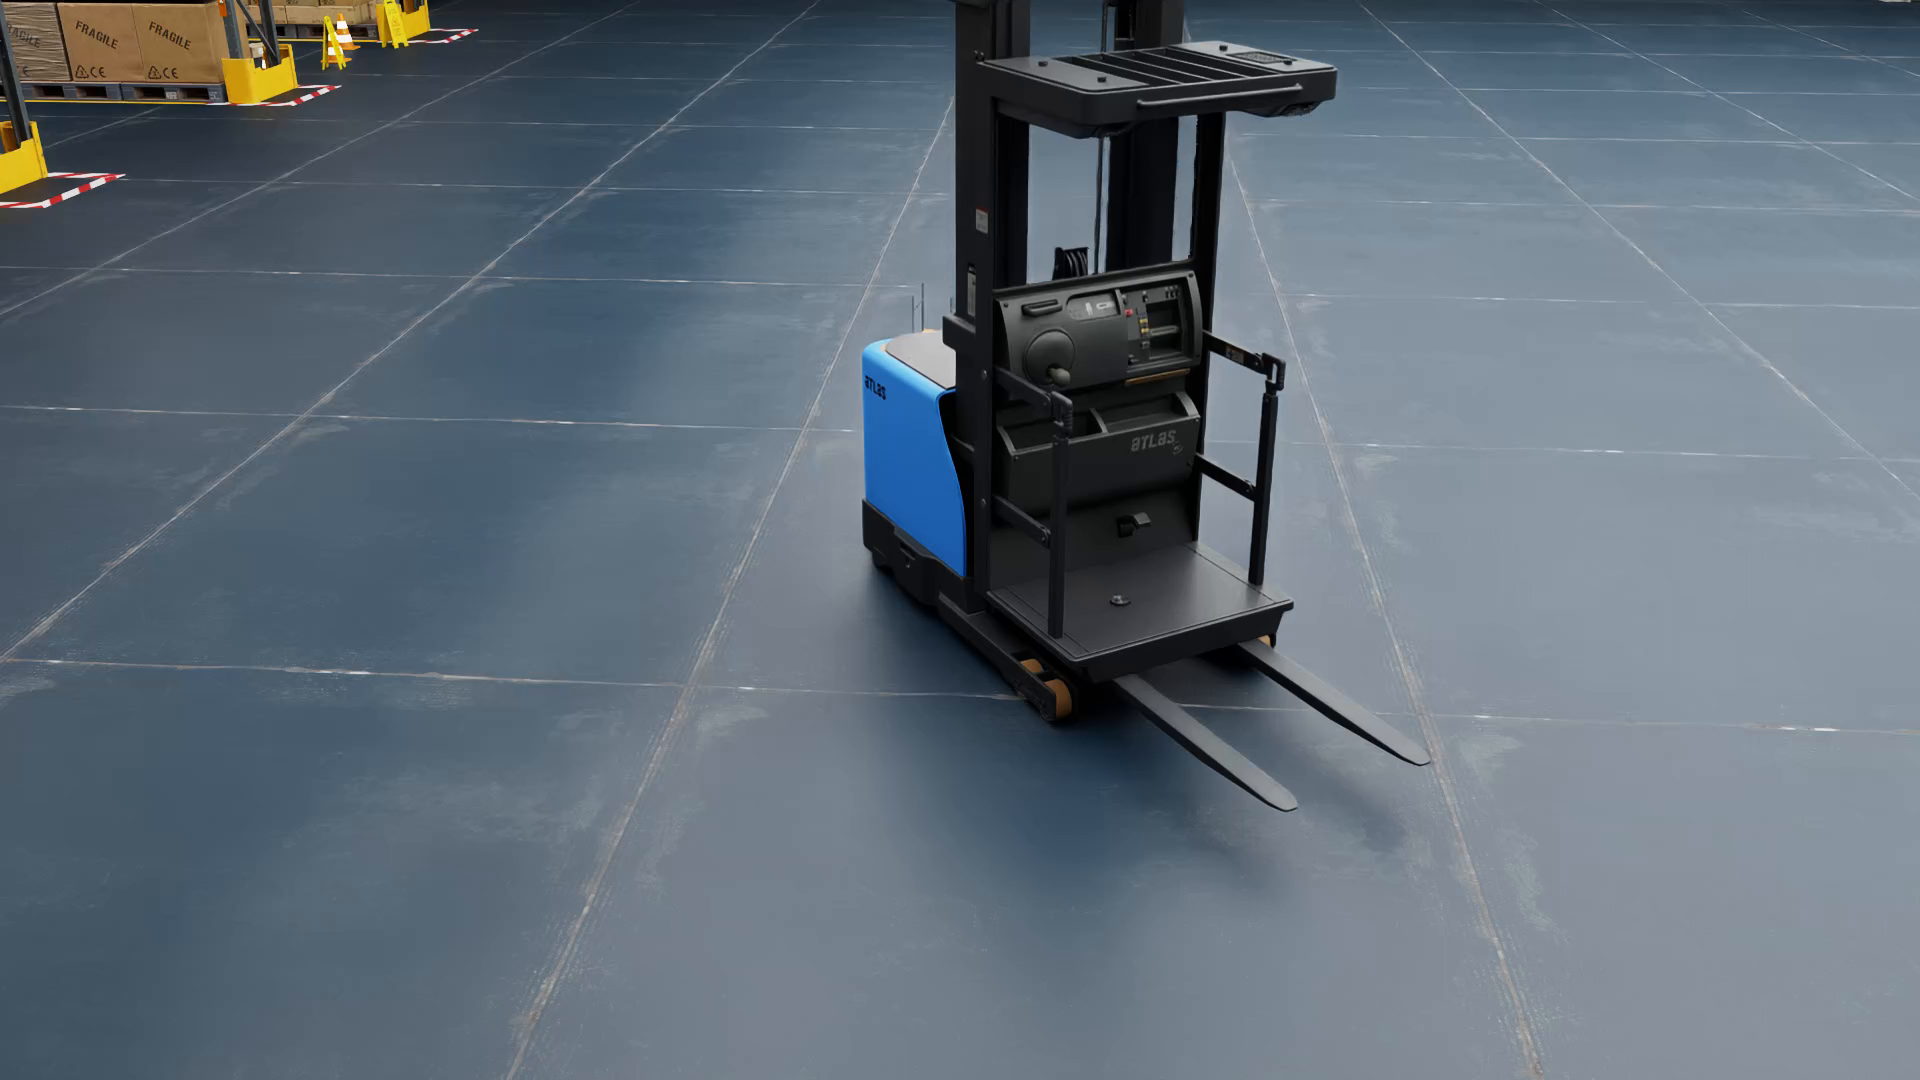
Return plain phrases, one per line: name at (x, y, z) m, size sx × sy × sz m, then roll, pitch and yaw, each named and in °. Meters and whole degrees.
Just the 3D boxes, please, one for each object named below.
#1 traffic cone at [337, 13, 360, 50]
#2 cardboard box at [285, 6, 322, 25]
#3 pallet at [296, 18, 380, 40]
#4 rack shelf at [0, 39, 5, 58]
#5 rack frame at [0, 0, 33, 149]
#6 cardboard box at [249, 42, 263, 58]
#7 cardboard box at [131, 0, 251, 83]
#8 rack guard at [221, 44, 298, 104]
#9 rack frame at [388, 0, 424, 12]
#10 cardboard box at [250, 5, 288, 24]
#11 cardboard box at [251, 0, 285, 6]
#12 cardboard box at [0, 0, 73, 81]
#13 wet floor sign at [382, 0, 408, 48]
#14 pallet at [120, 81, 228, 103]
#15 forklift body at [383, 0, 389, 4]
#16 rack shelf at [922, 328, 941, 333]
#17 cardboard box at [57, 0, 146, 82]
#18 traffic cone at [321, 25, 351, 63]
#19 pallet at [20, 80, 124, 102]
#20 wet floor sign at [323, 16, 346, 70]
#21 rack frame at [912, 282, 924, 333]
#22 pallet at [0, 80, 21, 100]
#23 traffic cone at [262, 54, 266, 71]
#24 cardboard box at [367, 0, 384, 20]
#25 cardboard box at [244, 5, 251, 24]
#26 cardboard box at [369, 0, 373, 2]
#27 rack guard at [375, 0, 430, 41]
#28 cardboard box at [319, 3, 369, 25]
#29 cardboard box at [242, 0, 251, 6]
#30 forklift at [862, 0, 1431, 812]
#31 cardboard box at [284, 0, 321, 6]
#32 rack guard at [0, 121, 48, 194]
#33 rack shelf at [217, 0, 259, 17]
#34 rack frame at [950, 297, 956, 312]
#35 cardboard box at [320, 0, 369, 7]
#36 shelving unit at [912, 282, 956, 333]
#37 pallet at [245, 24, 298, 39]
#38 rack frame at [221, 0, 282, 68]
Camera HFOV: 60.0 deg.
traffic cone at (-8.526, -7.034, 22.982) m, size 0.334 × 0.463 × 0.336 m, roll 2°, pitch 25°, yaw 4°
cardboard box at (-9.341, -7.585, 23.933) m, size 0.500 × 0.250 × 0.500 m, roll 2°, pitch 25°, yaw 4°
pallet at (-8.882, -7.486, 24.267) m, size 1.213 × 0.211 × 1.003 m, roll 2°, pitch 25°, yaw 4°
rack shelf at (-10.752, -4.317, 14.904) m, size 4.000 × 0.370 × 1.077 m, roll 2°, pitch 25°, yaw 4°
rack frame at (-8.757, -4.580, 14.614) m, size 0.127 × 3.000 × 1.000 m, roll 2°, pitch 25°, yaw 4°
cardboard box at (-9.460, -6.615, 22.448) m, size 0.250 × 0.149 × 0.380 m, roll 16°, pitch 29°, yaw 31°
cardboard box at (-8.958, -5.863, 19.444) m, size 0.875 × 0.875 × 0.875 m, roll 2°, pitch 25°, yaw 4°
rack guard at (-8.253, -5.507, 19.621) m, size 0.348 × 0.500 × 1.175 m, roll 2°, pitch 25°, yaw 4°
rack frame at (-7.999, -8.710, 23.591) m, size 0.127 × 3.000 × 1.000 m, roll 2°, pitch 25°, yaw 4°
cardboard box at (-9.863, -7.600, 23.965) m, size 0.500 × 0.250 × 0.500 m, roll 1°, pitch 25°, yaw 2°
cardboard box at (-9.841, -7.944, 23.815) m, size 0.500 × 0.500 × 0.500 m, roll 1°, pitch 25°, yaw 3°
cardboard box at (-10.744, -5.921, 19.568) m, size 0.875 × 0.875 × 0.875 m, roll 2°, pitch 25°, yaw 4°
wet floor sign at (-7.891, -7.188, 23.100) m, size 0.232 × 0.644 × 0.267 m, roll 11°, pitch 27°, yaw 22°
pallet at (-9.080, -5.370, 19.668) m, size 1.213 × 0.211 × 1.003 m, roll 2°, pitch 25°, yaw 4°
forklift body at (-9.653, -9.694, 26.744) m, size 1.214 × 2.155 × 2.313 m, roll 2°, pitch 25°, yaw 4°
rack shelf at (-0.113, -0.944, 8.112) m, size 0.180 × 0.103 × 0.258 m, roll 5°, pitch 25°, yaw 10°
cardboard box at (-9.836, -5.891, 19.503) m, size 0.875 × 0.875 × 0.875 m, roll 1°, pitch 25°, yaw 3°
traffic cone at (-8.272, -6.560, 21.953) m, size 0.334 × 0.463 × 0.336 m, roll 2°, pitch 25°, yaw 4°
pallet at (-10.293, -5.410, 19.755) m, size 1.213 × 0.211 × 1.003 m, roll 2°, pitch 25°, yaw 4°
wet floor sign at (-8.097, -6.398, 21.384) m, size 0.232 × 0.644 × 0.267 m, roll -2°, pitch 25°, yaw -5°
rack frame at (-0.203, -0.665, 8.259) m, size 0.006 × 1.200 × 0.240 m, roll 5°, pitch 25°, yaw 10°
pallet at (-11.513, -5.448, 19.837) m, size 1.213 × 0.211 × 1.003 m, roll 2°, pitch 25°, yaw 4°
traffic cone at (-8.698, -6.100, 20.953) m, size 0.334 × 0.463 × 0.336 m, roll 2°, pitch 25°, yaw 4°
cardboard box at (-8.782, -7.793, 24.384) m, size 0.500 × 0.250 × 0.500 m, roll 2°, pitch 25°, yaw 4°
cardboard box at (-10.357, -7.620, 24.009) m, size 0.500 × 0.250 × 0.500 m, roll 2°, pitch 25°, yaw 3°
cardboard box at (-8.806, -8.134, 24.229) m, size 0.500 × 0.500 × 0.500 m, roll 1°, pitch 25°, yaw 2°
rack guard at (-8.075, -7.577, 24.118) m, size 0.348 × 0.500 × 1.175 m, roll 2°, pitch 25°, yaw 4°
cardboard box at (-8.849, -7.566, 23.892) m, size 0.500 × 0.250 × 0.500 m, roll 2°, pitch 25°, yaw 4°
cardboard box at (-10.368, -7.959, 23.849) m, size 0.500 × 0.500 × 0.500 m, roll 3°, pitch 25°, yaw 7°
forklift at (0.681, -0.821, 6.529) m, size 1.130 × 2.935 × 3.031 m, roll -13°, pitch 28°, yaw -26°
cardboard box at (-9.338, -7.925, 23.774) m, size 0.500 × 0.500 × 0.500 m, roll 3°, pitch 25°, yaw 6°
rack guard at (-8.833, -3.447, 15.142) m, size 0.348 × 0.500 × 1.175 m, roll 2°, pitch 25°, yaw 4°
rack shelf at (-10.271, -6.381, 19.389) m, size 4.000 × 0.370 × 1.077 m, roll 2°, pitch 25°, yaw 4°
rack frame at (-0.023, -0.651, 8.228) m, size 0.006 × 1.200 × 0.240 m, roll 5°, pitch 25°, yaw 10°
cardboard box at (-8.818, -7.909, 23.740) m, size 0.500 × 0.500 × 0.500 m, roll 2°, pitch 25°, yaw 4°
shelving unit at (-0.113, -0.658, 8.244) m, size 0.189 × 1.200 × 0.258 m, roll 5°, pitch 25°, yaw 10°
pallet at (-10.095, -7.527, 24.355) m, size 1.213 × 0.211 × 1.003 m, roll 2°, pitch 25°, yaw 4°
rack frame at (-8.277, -6.644, 19.100) m, size 0.127 × 3.000 × 1.000 m, roll 2°, pitch 25°, yaw 4°
